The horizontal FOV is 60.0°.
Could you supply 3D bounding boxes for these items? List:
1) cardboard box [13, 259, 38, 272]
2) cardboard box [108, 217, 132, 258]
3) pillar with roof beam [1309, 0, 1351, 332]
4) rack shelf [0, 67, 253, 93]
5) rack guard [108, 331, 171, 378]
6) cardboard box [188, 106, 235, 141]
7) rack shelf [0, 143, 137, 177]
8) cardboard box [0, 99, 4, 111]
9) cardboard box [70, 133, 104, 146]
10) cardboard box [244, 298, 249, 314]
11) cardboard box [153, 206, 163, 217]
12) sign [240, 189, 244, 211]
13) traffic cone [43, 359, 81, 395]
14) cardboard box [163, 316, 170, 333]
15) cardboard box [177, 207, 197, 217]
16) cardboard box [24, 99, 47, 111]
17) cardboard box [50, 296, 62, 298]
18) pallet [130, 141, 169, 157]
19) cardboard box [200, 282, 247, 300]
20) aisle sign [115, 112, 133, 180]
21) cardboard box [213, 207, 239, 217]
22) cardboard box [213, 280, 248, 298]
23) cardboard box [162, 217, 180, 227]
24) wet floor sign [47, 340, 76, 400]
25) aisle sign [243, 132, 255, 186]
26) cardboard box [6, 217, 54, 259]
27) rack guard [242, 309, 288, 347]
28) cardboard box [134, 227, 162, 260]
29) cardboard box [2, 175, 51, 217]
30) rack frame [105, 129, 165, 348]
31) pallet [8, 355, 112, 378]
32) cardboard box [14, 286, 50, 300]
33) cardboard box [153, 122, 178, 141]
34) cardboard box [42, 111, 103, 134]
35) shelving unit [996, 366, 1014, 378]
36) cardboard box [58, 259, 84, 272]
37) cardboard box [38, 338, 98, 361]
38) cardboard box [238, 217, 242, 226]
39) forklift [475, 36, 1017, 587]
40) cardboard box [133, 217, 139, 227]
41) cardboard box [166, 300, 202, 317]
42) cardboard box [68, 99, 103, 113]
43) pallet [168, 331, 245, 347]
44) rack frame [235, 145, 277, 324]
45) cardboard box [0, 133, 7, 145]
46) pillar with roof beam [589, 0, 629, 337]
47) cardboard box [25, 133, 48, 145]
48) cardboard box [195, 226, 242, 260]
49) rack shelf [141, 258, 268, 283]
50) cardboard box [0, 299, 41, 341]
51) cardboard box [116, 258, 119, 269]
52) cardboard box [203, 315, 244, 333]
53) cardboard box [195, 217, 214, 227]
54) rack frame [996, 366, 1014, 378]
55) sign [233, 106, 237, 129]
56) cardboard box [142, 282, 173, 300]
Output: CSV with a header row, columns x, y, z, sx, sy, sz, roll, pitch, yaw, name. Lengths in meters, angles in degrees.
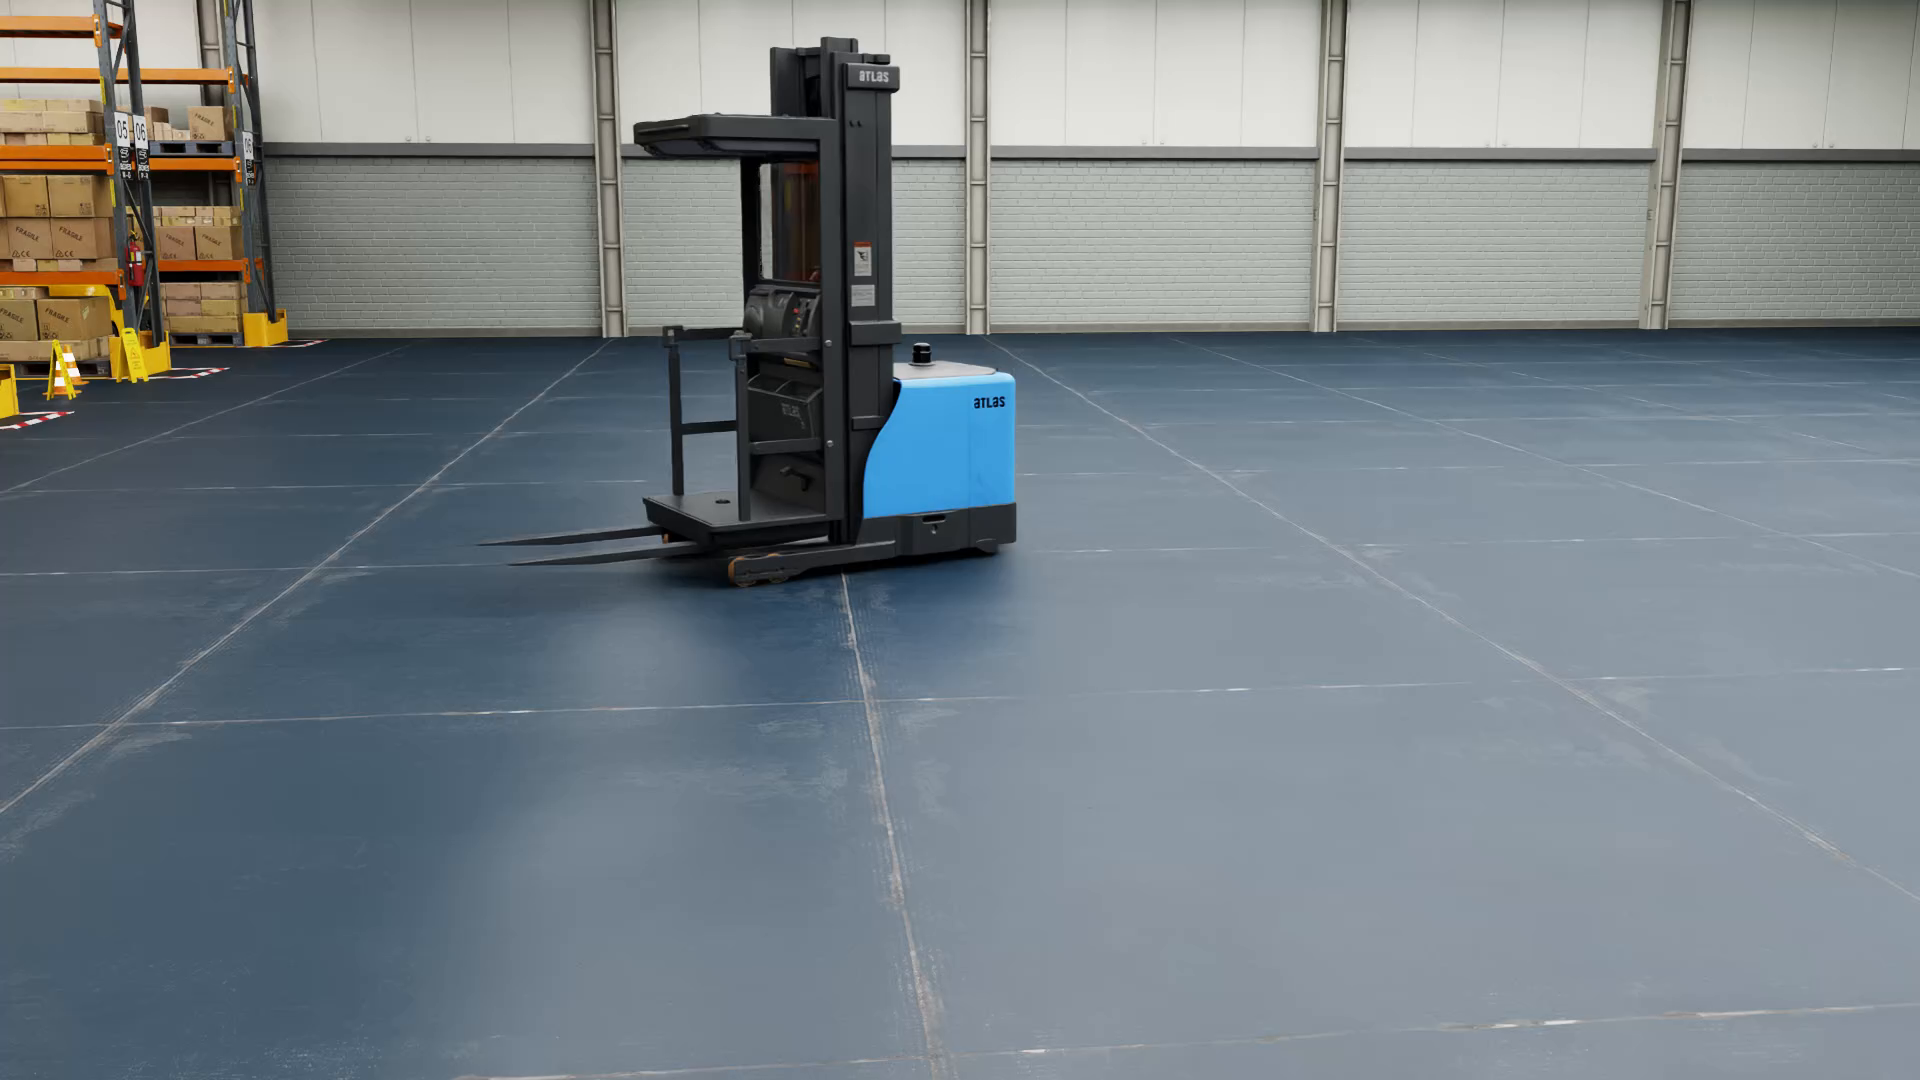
x,y,z,sx,sy,sz,roll,pitch,yaw,name
-11.410,-3.378,20.425,0.250,0.149,0.380,-1,11,-5,cardboard box
-10.813,-3.827,21.029,0.500,0.500,0.500,-1,11,-7,cardboard box
6.718,-7.192,23.623,0.400,9.000,9.100,-1,11,-6,pillar with roof beam
-12.840,-6.893,25.006,4.000,0.370,1.077,-1,11,-6,rack shelf
-10.387,-2.361,21.080,0.348,0.500,1.175,-1,11,-6,rack guard
-11.265,-6.261,25.055,0.500,0.500,0.500,-1,11,-4,cardboard box
-12.300,-4.666,20.415,4.000,0.370,1.077,-1,11,-6,rack shelf
-11.630,-5.259,20.151,0.250,0.149,0.380,-1,11,-6,cardboard box
-10.636,-4.876,20.271,0.250,0.149,0.380,-1,11,-6,cardboard box
-11.341,-3.673,26.018,0.500,0.250,0.500,-1,11,-5,cardboard box
-12.187,-4.967,25.144,0.250,0.149,0.380,-1,11,-5,cardboard box
-10.807,-5.121,25.023,0.005,0.325,0.100,-1,11,-6,sign
-10.142,-1.882,18.741,0.334,0.463,0.336,-1,11,-6,traffic cone
-12.278,-3.310,25.467,0.500,0.250,0.500,-1,11,-5,cardboard box
-11.684,-4.984,25.233,0.250,0.149,0.380,-1,11,-5,cardboard box
-11.128,-5.258,20.146,0.250,0.149,0.380,-1,11,-7,cardboard box
-11.687,-2.838,21.121,0.500,0.500,0.500,-2,11,-8,cardboard box
-12.773,-5.933,25.225,1.213,0.211,1.003,-1,11,-6,pallet
-11.276,-3.819,25.464,0.500,0.250,0.500,-1,11,-4,cardboard box
-10.219,-4.810,20.320,0.004,0.787,0.394,-1,11,-6,aisle sign
-11.185,-5.006,25.344,0.250,0.149,0.380,-1,11,-6,cardboard box
-11.350,-3.914,25.950,0.500,0.250,0.500,-1,11,-7,cardboard box
-11.929,-4.839,25.267,0.250,0.149,0.380,-1,11,-6,cardboard box
-9.862,-1.867,18.190,0.232,0.644,0.267,-3,12,-16,wet floor sign
-10.755,-5.761,25.158,0.004,0.787,0.394,-1,11,-6,aisle sign
-11.320,-3.710,20.434,0.500,0.500,0.500,-1,11,-6,cardboard box
-10.828,-3.315,25.932,0.348,0.500,1.175,-1,11,-6,rack guard
-12.339,-4.509,25.270,0.500,0.500,0.500,-1,11,-7,cardboard box
-11.300,-4.213,20.399,0.500,0.500,0.700,-1,11,-6,cardboard box
-10.312,-3.589,20.847,0.127,3.000,1.000,-1,11,-6,rack frame
-11.199,-2.209,21.056,1.213,0.211,1.003,-1,11,-6,pallet
-11.438,-3.045,20.493,0.250,0.149,0.380,-1,11,-4,cardboard box
-11.895,-6.121,24.951,0.258,0.266,0.396,-1,11,-6,cardboard box
-10.792,-5.071,20.226,0.500,0.250,0.500,-1,11,-7,cardboard box
0.176,-0.553,10.458,0.252,1.050,0.215,-6,13,-30,shelving unit
-10.900,-3.390,20.488,0.250,0.149,0.380,-1,11,-7,cardboard box
-11.110,-2.377,20.721,0.500,0.250,0.500,-1,11,-6,cardboard box
-11.217,-4.951,25.833,0.250,0.149,0.380,-1,11,-8,cardboard box
-1.191,-1.297,9.369,3.031,2.935,1.130,-6,13,-30,forklift
-12.439,-4.816,25.146,0.250,0.149,0.380,-1,11,-6,cardboard box
-11.802,-3.564,25.466,0.500,0.250,0.500,-1,11,-7,cardboard box
-10.616,-5.265,20.181,0.250,0.149,0.380,-1,11,-6,cardboard box
-11.607,-3.148,25.835,1.213,0.211,1.003,-1,11,-6,pallet
-10.852,-4.541,25.688,0.127,3.000,1.000,-1,11,-6,rack frame
-11.650,-4.859,20.183,0.250,0.149,0.380,-1,11,-7,cardboard box
-5.211,-6.942,22.351,0.400,9.000,9.100,-1,11,-6,pillar with roof beam
-11.148,-4.866,20.218,0.250,0.149,0.380,-1,11,-4,cardboard box
-11.312,-4.529,25.370,0.500,0.500,0.500,-1,11,-7,cardboard box
-12.840,-4.146,25.546,4.000,0.370,1.077,-1,11,-6,rack shelf
-11.599,-2.735,20.601,0.500,0.500,0.500,-1,11,-4,cardboard box
-10.672,-3.498,21.037,0.250,0.149,0.380,-1,11,-6,cardboard box
-11.285,-3.327,25.555,0.500,0.250,0.500,-1,11,-6,cardboard box
-11.417,-4.836,25.250,0.250,0.149,0.380,-1,11,-5,cardboard box
0.281,-0.565,10.519,0.008,1.050,0.200,-6,13,-30,rack frame
-10.807,-6.304,24.790,0.005,0.325,0.100,-1,11,-6,sign
-12.283,-3.794,25.341,0.500,0.250,0.500,-1,11,-5,cardboard box
